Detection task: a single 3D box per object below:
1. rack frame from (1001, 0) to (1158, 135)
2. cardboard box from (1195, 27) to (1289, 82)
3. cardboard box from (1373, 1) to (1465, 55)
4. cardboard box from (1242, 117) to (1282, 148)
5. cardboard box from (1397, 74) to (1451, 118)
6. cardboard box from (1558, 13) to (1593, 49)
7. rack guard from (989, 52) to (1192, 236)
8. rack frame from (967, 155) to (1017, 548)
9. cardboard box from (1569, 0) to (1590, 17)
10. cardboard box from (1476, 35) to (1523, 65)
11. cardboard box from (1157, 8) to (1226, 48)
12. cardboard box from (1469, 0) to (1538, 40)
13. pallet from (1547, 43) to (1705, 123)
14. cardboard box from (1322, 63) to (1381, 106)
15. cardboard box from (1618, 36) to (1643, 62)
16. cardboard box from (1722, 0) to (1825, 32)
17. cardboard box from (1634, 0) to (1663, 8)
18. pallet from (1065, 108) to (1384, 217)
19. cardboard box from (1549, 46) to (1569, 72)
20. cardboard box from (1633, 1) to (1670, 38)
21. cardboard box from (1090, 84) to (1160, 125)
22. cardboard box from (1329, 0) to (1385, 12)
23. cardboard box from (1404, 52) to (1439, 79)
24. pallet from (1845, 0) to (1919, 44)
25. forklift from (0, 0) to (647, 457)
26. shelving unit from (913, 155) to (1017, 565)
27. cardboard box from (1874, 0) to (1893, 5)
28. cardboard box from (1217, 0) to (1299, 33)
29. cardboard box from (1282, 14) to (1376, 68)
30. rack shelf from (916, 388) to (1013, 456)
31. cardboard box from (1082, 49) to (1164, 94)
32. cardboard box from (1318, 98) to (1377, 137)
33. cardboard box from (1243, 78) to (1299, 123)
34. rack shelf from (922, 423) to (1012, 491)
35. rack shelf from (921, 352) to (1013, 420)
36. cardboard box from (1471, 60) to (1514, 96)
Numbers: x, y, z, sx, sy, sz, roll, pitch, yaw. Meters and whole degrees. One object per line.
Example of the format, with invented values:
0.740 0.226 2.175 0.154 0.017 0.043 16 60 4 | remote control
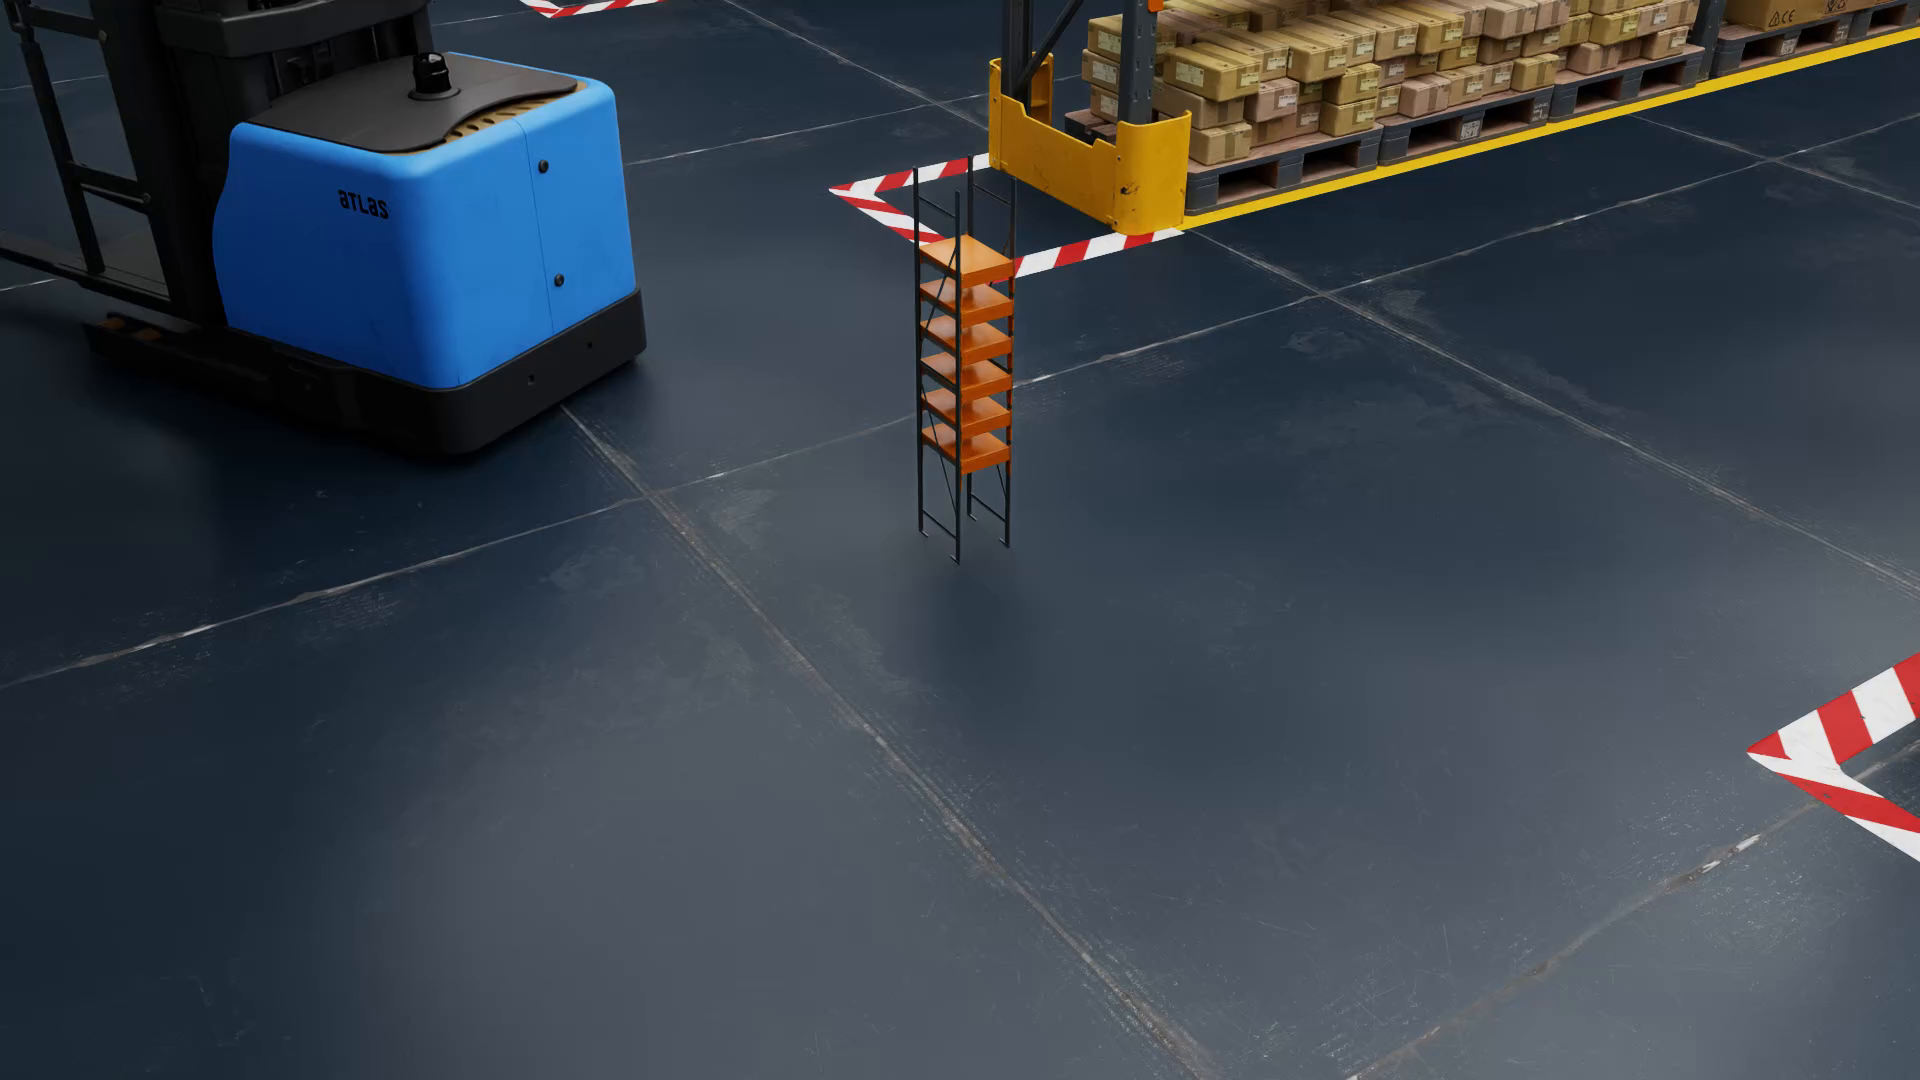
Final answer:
0.513 -2.895 7.028 0.127 3.000 1.000 -19 37 -27 | rack frame
1.304 -2.251 7.728 0.250 0.149 0.380 -18 37 -26 | cardboard box
2.233 -2.507 8.134 0.250 0.149 0.380 -18 37 -27 | cardboard box
1.303 -1.987 7.867 0.250 0.149 0.380 -19 37 -27 | cardboard box
2.201 -2.236 8.262 0.250 0.149 0.380 -21 38 -30 | cardboard box
3.082 -2.718 8.746 0.250 0.149 0.380 -19 37 -27 | cardboard box
0.577 -1.860 7.730 0.348 0.500 1.175 -19 37 -27 | rack guard
0.089 -0.538 4.978 0.006 1.200 0.240 -19 37 -27 | rack frame
3.058 -2.848 8.675 0.250 0.149 0.380 -18 36 -26 | cardboard box
2.643 -2.567 8.507 0.250 0.149 0.380 -21 38 -29 | cardboard box
1.063 -2.432 8.015 0.250 0.149 0.380 -18 37 -26 | cardboard box
2.661 -2.645 8.353 0.250 0.149 0.380 -20 38 -29 | cardboard box
3.330 -2.662 9.272 1.213 0.211 1.003 -19 37 -27 | pallet
1.786 -2.219 7.956 0.250 0.149 0.380 -18 36 -26 | cardboard box
3.466 -2.719 9.028 0.250 0.149 0.380 -18 36 -26 | cardboard box
4.640 -3.266 9.566 0.500 0.500 0.500 -17 36 -25 | cardboard box
3.524 -2.964 8.857 0.250 0.149 0.380 -18 37 -27 | cardboard box
1.279 -1.957 8.154 1.213 0.211 1.003 -19 37 -27 | pallet
2.992 -2.592 8.827 0.250 0.149 0.380 -20 37 -28 | cardboard box
3.562 -2.832 8.927 0.250 0.149 0.380 -21 38 -29 | cardboard box
0.843 -2.113 8.066 0.250 0.149 0.380 -18 37 -26 | cardboard box
1.941 -2.739 8.502 0.250 0.149 0.380 -20 38 -29 | cardboard box
2.163 -2.435 8.298 0.250 0.149 0.380 -17 36 -25 | cardboard box
5.555 -3.452 10.525 1.213 0.211 1.003 -19 37 -27 | pallet
-2.716 -2.088 5.813 3.031 2.935 1.130 17 36 25 | forklift
0.012 -0.512 4.937 0.189 1.200 0.258 -19 37 -27 | shelving unit
5.517 -3.578 10.059 0.500 0.500 0.500 -18 37 -26 | cardboard box
1.464 -2.610 8.297 0.250 0.149 0.380 -21 38 -29 | cardboard box
1.749 -2.375 7.925 0.250 0.149 0.380 -21 38 -30 | cardboard box
0.012 -0.373 5.024 0.180 0.103 0.258 -19 37 -27 | rack shelf
0.802 -2.273 8.042 0.250 0.149 0.380 -20 37 -29 | cardboard box
1.782 -2.087 8.025 0.250 0.149 0.380 -18 37 -27 | cardboard box
1.353 -2.083 7.740 0.250 0.149 0.380 -19 37 -27 | cardboard box
0.012 -0.271 5.088 0.180 0.103 0.258 -19 37 -27 | rack shelf
0.012 -0.474 4.960 0.180 0.103 0.258 -19 37 -27 | rack shelf
2.605 -2.413 8.542 0.250 0.149 0.380 -18 37 -26 | cardboard box
